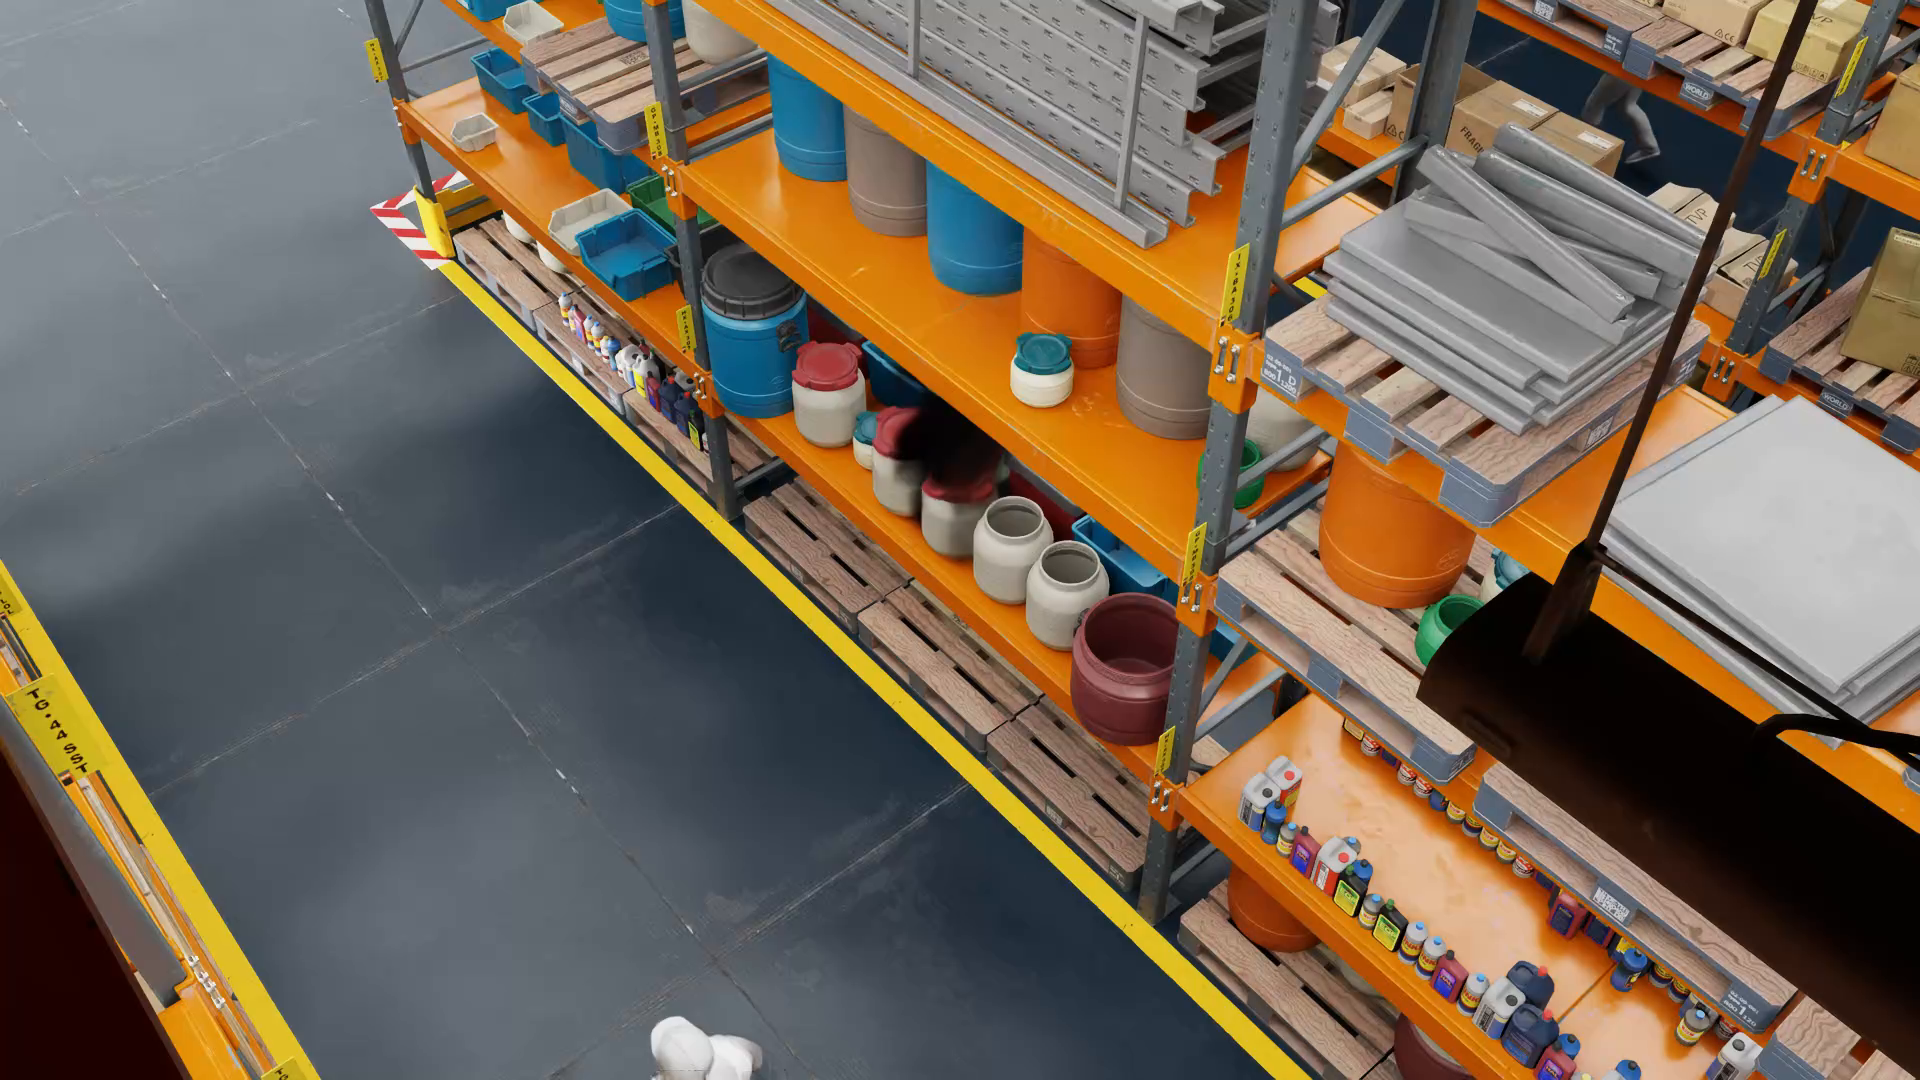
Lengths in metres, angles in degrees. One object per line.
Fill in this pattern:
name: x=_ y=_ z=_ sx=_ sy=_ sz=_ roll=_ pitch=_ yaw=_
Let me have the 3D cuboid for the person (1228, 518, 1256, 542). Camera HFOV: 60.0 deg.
person: x=1.487 y=-0.735 z=10.046 sx=0.668 sy=1.822 sz=0.929 roll=-33 pitch=55 yaw=-27

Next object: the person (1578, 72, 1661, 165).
person: x=5.375 y=-3.797 z=13.373 sx=0.909 sy=1.696 sz=0.575 roll=31 pitch=54 yaw=26

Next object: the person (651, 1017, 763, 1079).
person: x=-1.086 y=2.484 z=6.970 sx=0.677 sy=1.837 sz=0.892 roll=-35 pitch=56 yaw=-29
